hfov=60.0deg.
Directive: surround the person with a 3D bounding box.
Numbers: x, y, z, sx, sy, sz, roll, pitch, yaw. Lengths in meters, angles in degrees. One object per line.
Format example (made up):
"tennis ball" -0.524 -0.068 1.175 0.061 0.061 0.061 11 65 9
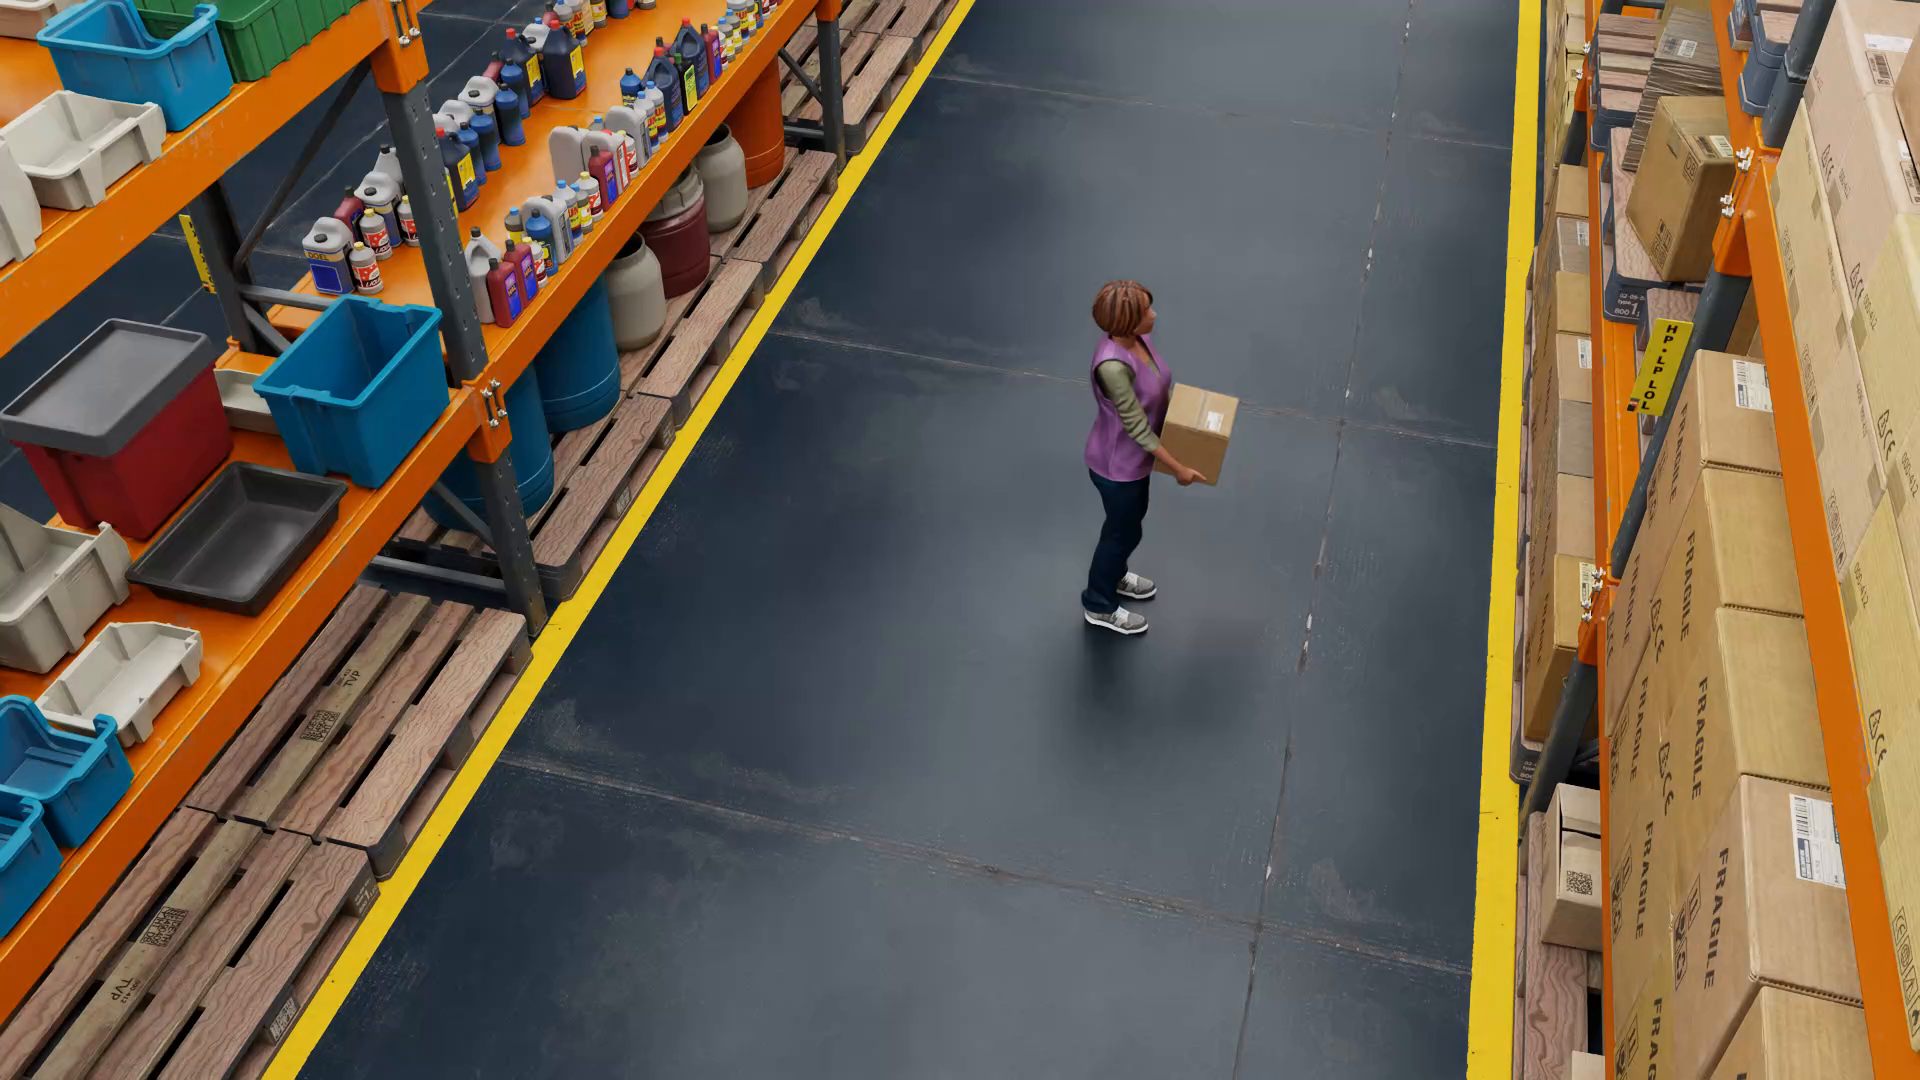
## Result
"person" 0.731 -0.308 6.517 0.497 1.588 0.406 10 43 11
